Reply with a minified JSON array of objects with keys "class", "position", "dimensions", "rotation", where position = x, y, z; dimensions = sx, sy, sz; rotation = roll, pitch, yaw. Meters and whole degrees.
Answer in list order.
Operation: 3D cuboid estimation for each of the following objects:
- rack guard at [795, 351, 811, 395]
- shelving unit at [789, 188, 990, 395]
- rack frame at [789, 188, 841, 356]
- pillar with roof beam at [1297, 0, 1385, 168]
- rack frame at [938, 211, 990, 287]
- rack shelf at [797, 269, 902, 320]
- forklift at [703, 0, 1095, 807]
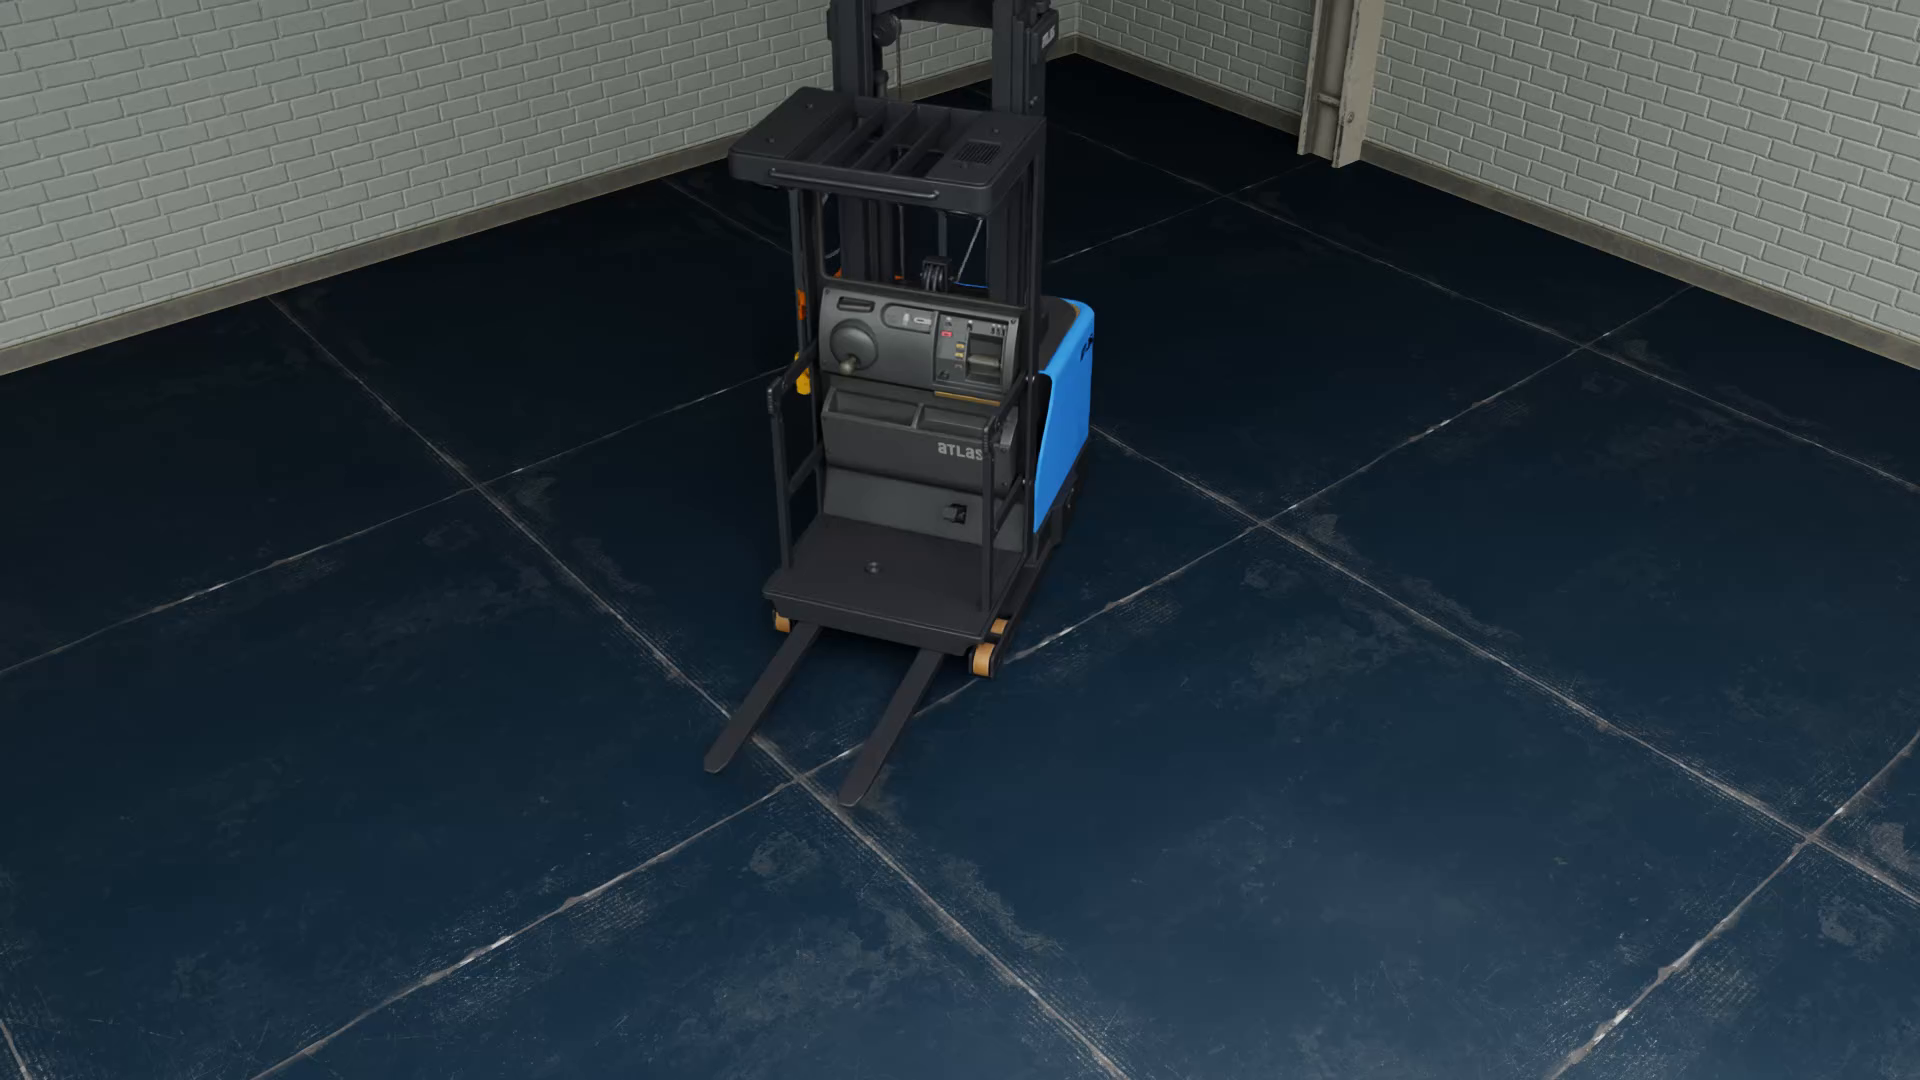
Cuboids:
[{"class":"rack guard","position":[-0.776,-1.110,10.002],"dimensions":[0.087,0.250,0.587],"rotation":[22,41,28]},{"class":"shelving unit","position":[-0.368,-1.455,9.408],"dimensions":[1.083,1.500,0.587],"rotation":[22,41,28]},{"class":"rack frame","position":[-0.792,-1.626,9.649],"dimensions":[0.032,1.500,0.500],"rotation":[22,41,28]},{"class":"pillar with roof beam","position":[-0.437,-5.036,7.975],"dimensions":[9.100,9.000,0.400],"rotation":[-26,43,-32]},{"class":"rack frame","position":[0.042,-1.290,9.175],"dimensions":[0.032,1.500,0.500],"rotation":[22,41,28]},{"class":"rack shelf","position":[-0.375,-1.311,9.516],"dimensions":[1.000,0.185,0.538],"rotation":[22,41,28]},{"class":"forklift","position":[-0.258,-0.823,7.278],"dimensions":[1.130,2.935,3.031],"rotation":[11,37,15]}]
